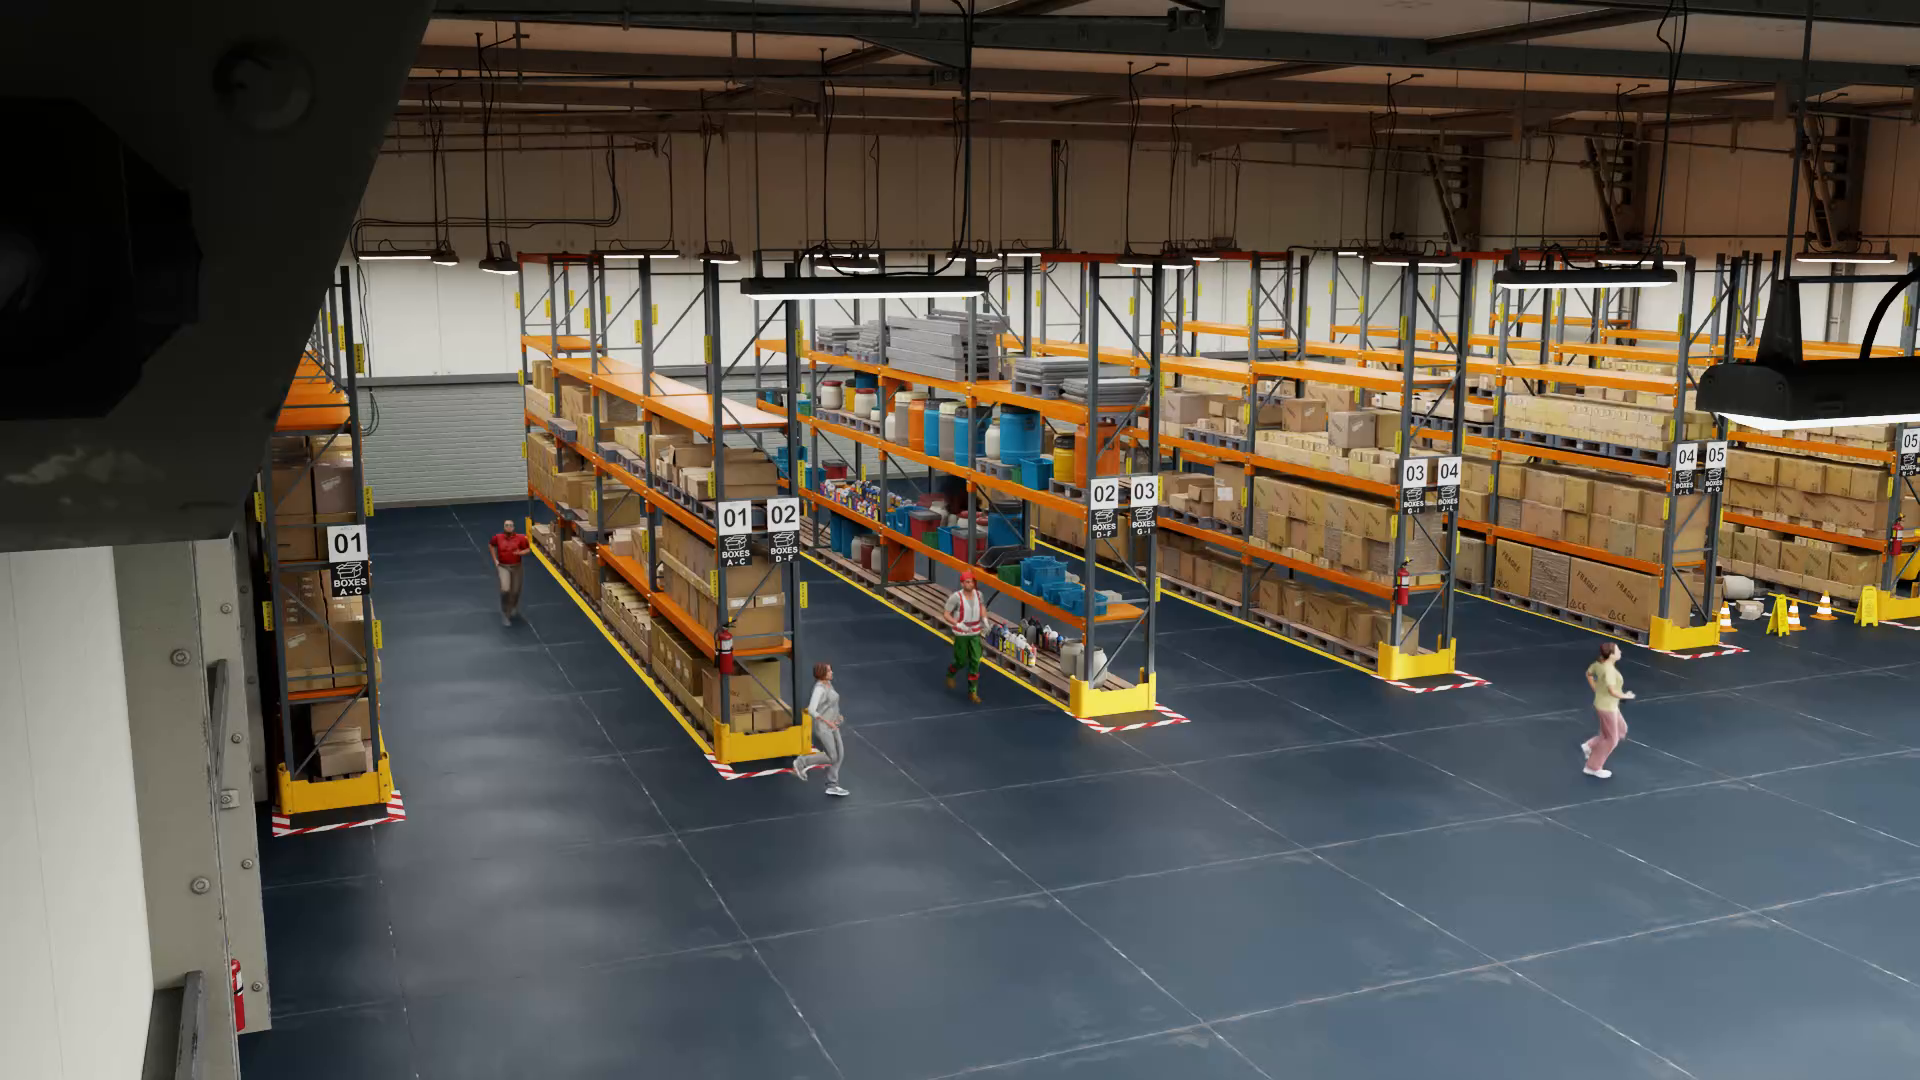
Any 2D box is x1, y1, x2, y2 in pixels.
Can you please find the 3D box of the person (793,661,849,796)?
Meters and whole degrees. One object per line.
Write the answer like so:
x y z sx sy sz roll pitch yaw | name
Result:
-1.588 2.149 19.012 0.649 1.564 0.536 2 11 12 | person

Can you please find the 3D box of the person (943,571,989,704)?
0.073 1.303 22.982 0.661 1.792 0.839 -5 11 -25 | person

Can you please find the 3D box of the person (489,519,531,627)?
-7.422 0.530 27.519 0.636 1.789 0.818 -4 11 -21 | person

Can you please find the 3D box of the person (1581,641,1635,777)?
7.657 1.988 19.613 0.525 1.640 0.627 1 10 7 | person
